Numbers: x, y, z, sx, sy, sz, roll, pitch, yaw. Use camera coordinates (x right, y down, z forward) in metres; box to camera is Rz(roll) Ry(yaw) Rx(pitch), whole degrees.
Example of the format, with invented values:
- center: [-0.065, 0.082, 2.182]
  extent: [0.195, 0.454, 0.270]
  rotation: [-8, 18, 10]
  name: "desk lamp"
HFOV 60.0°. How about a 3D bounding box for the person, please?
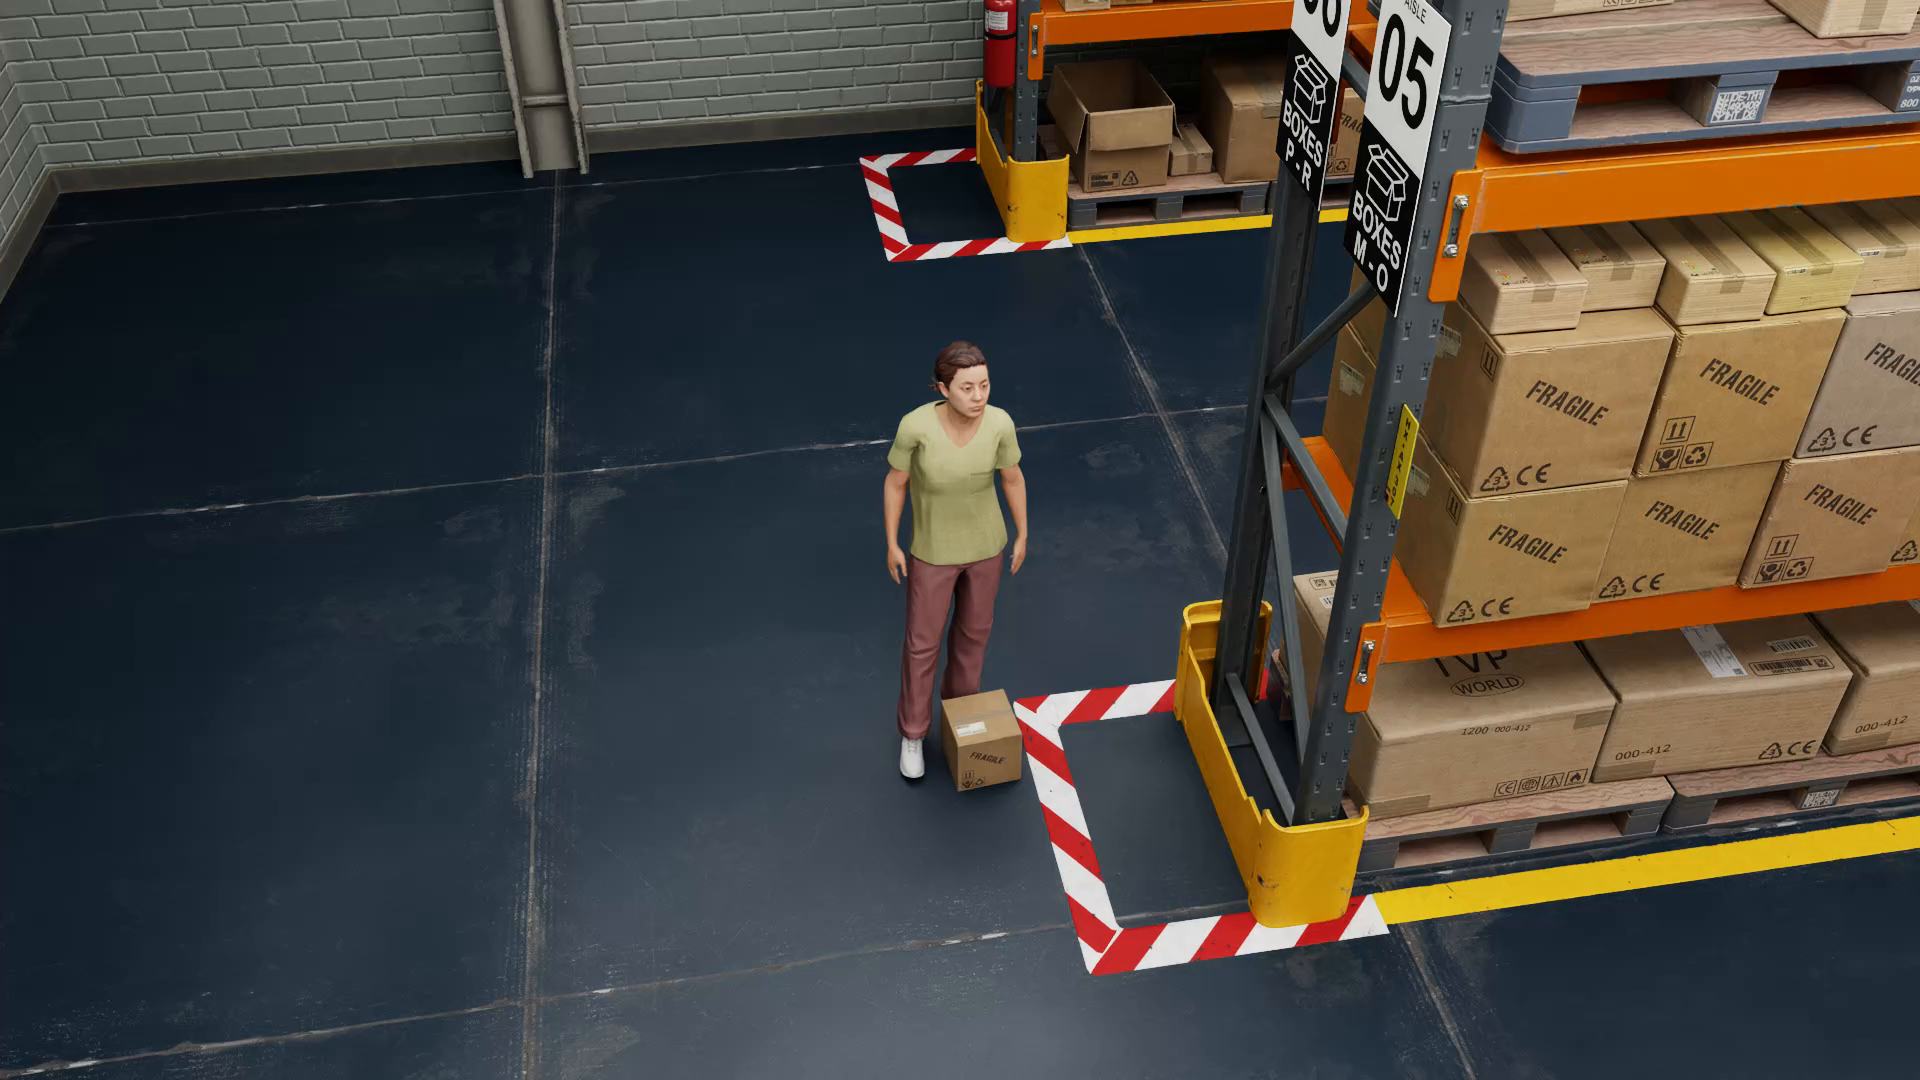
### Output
- center: [-0.003, 0.074, 6.048]
  extent: [0.553, 1.673, 0.547]
  rotation: [-8, 40, -10]
  name: "person"
